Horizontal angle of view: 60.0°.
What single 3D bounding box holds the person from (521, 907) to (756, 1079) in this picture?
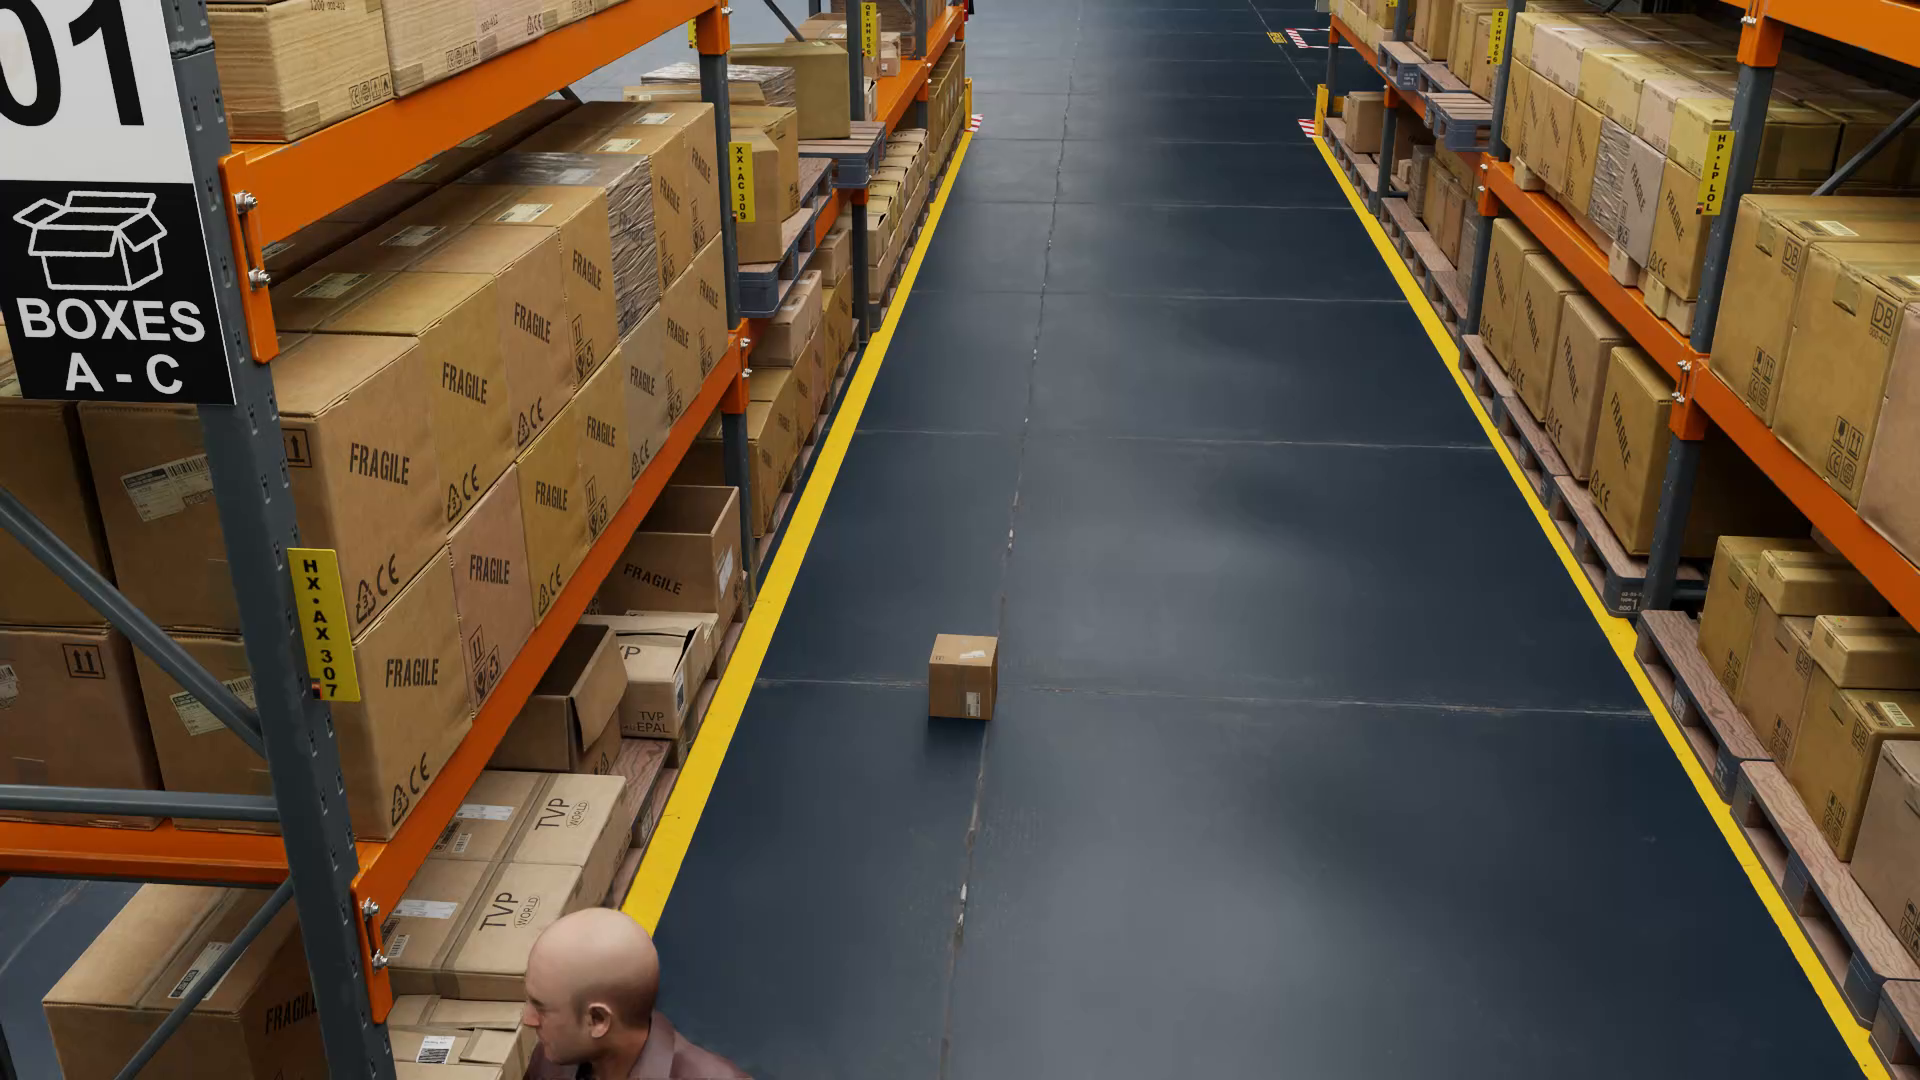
[{"bbox_3d":[-0.523,1.453,2.893,0.652,1.751,0.716,19,30,35],"label":"person"}]
